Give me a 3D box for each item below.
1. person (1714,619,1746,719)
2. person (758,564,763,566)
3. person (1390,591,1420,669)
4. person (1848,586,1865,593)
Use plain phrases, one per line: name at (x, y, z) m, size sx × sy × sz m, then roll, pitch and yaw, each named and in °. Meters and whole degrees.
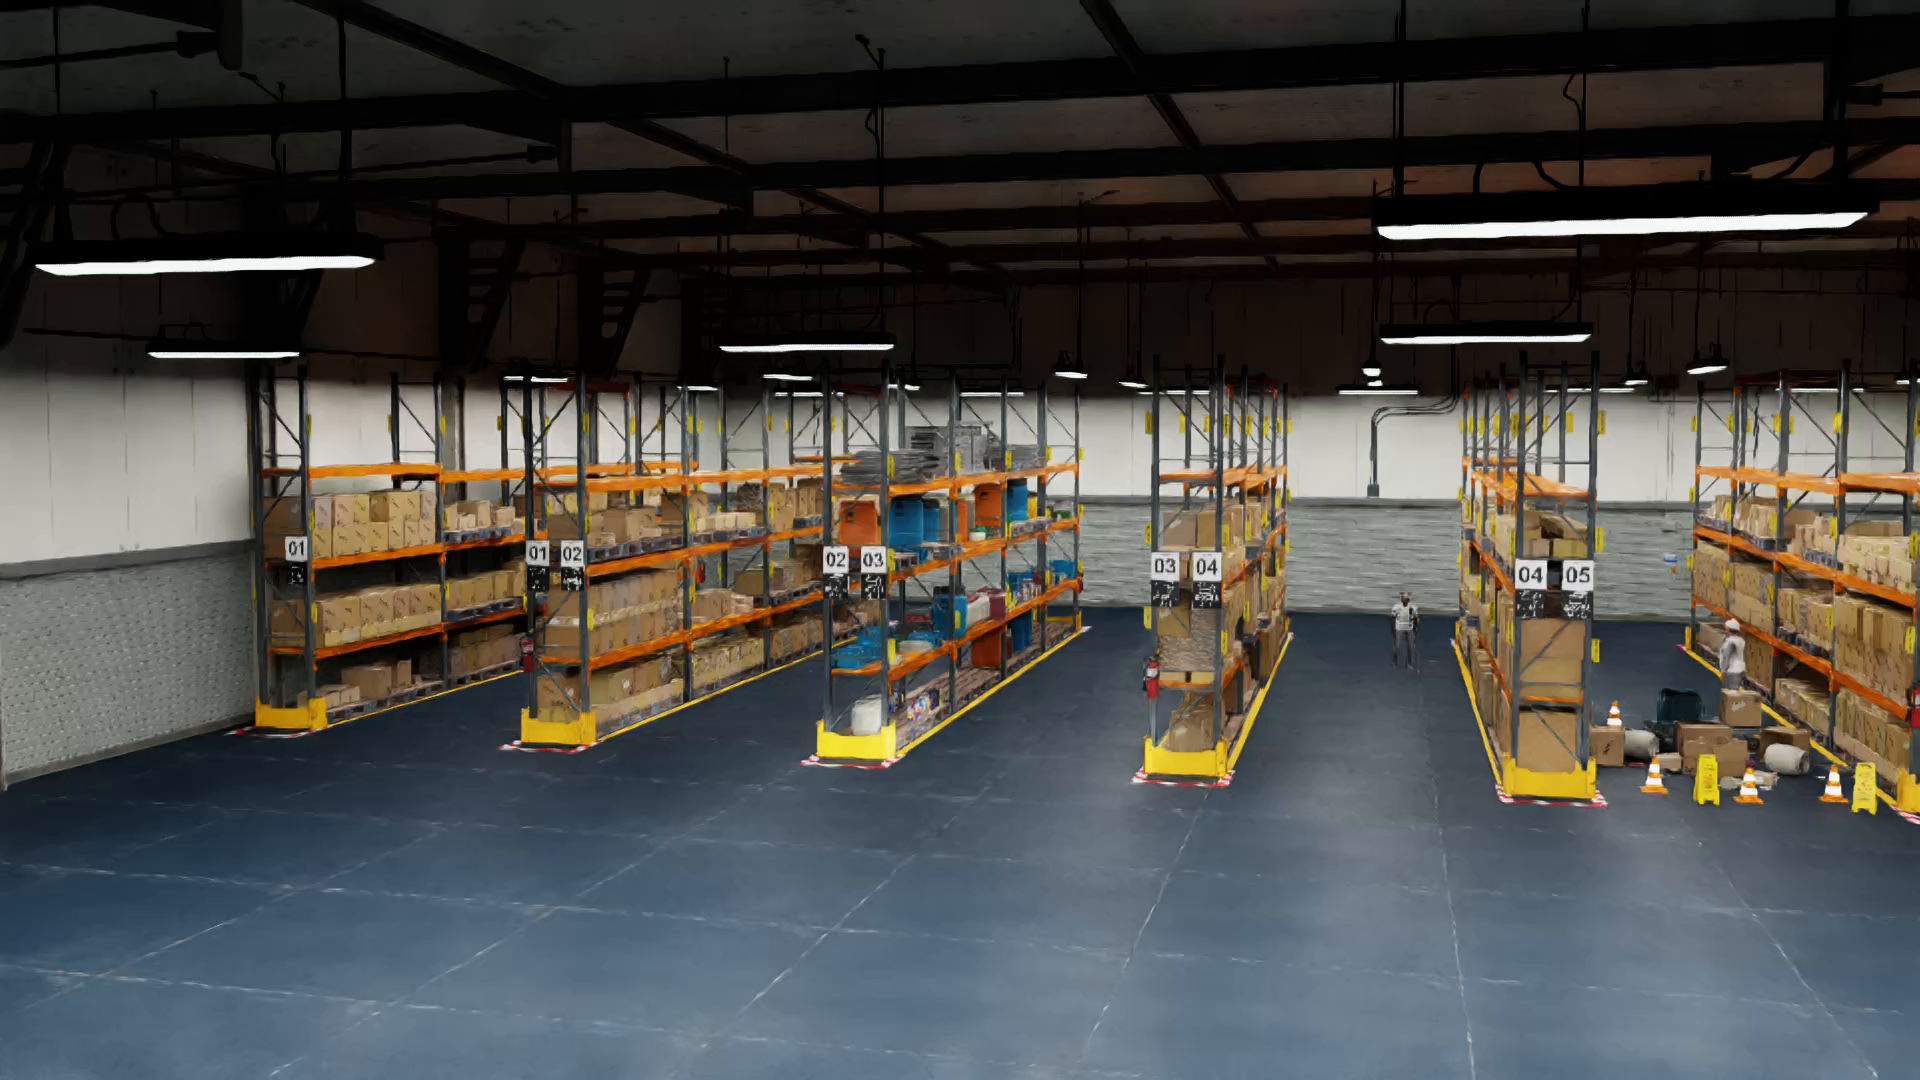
person at (12.811, 2.194, 27.665) m, size 0.560 × 1.770 × 0.627 m, roll 4°, pitch 5°, yaw 44°
person at (-4.692, 1.411, 39.491) m, size 0.553 × 1.709 × 1.114 m, roll 1°, pitch 4°, yaw 16°
person at (9.127, 1.842, 34.154) m, size 0.592 × 1.629 × 0.532 m, roll 1°, pitch 4°, yaw 12°
person at (19.636, 1.598, 36.502) m, size 0.547 × 1.791 × 0.654 m, roll 0°, pitch 4°, yaw -5°
